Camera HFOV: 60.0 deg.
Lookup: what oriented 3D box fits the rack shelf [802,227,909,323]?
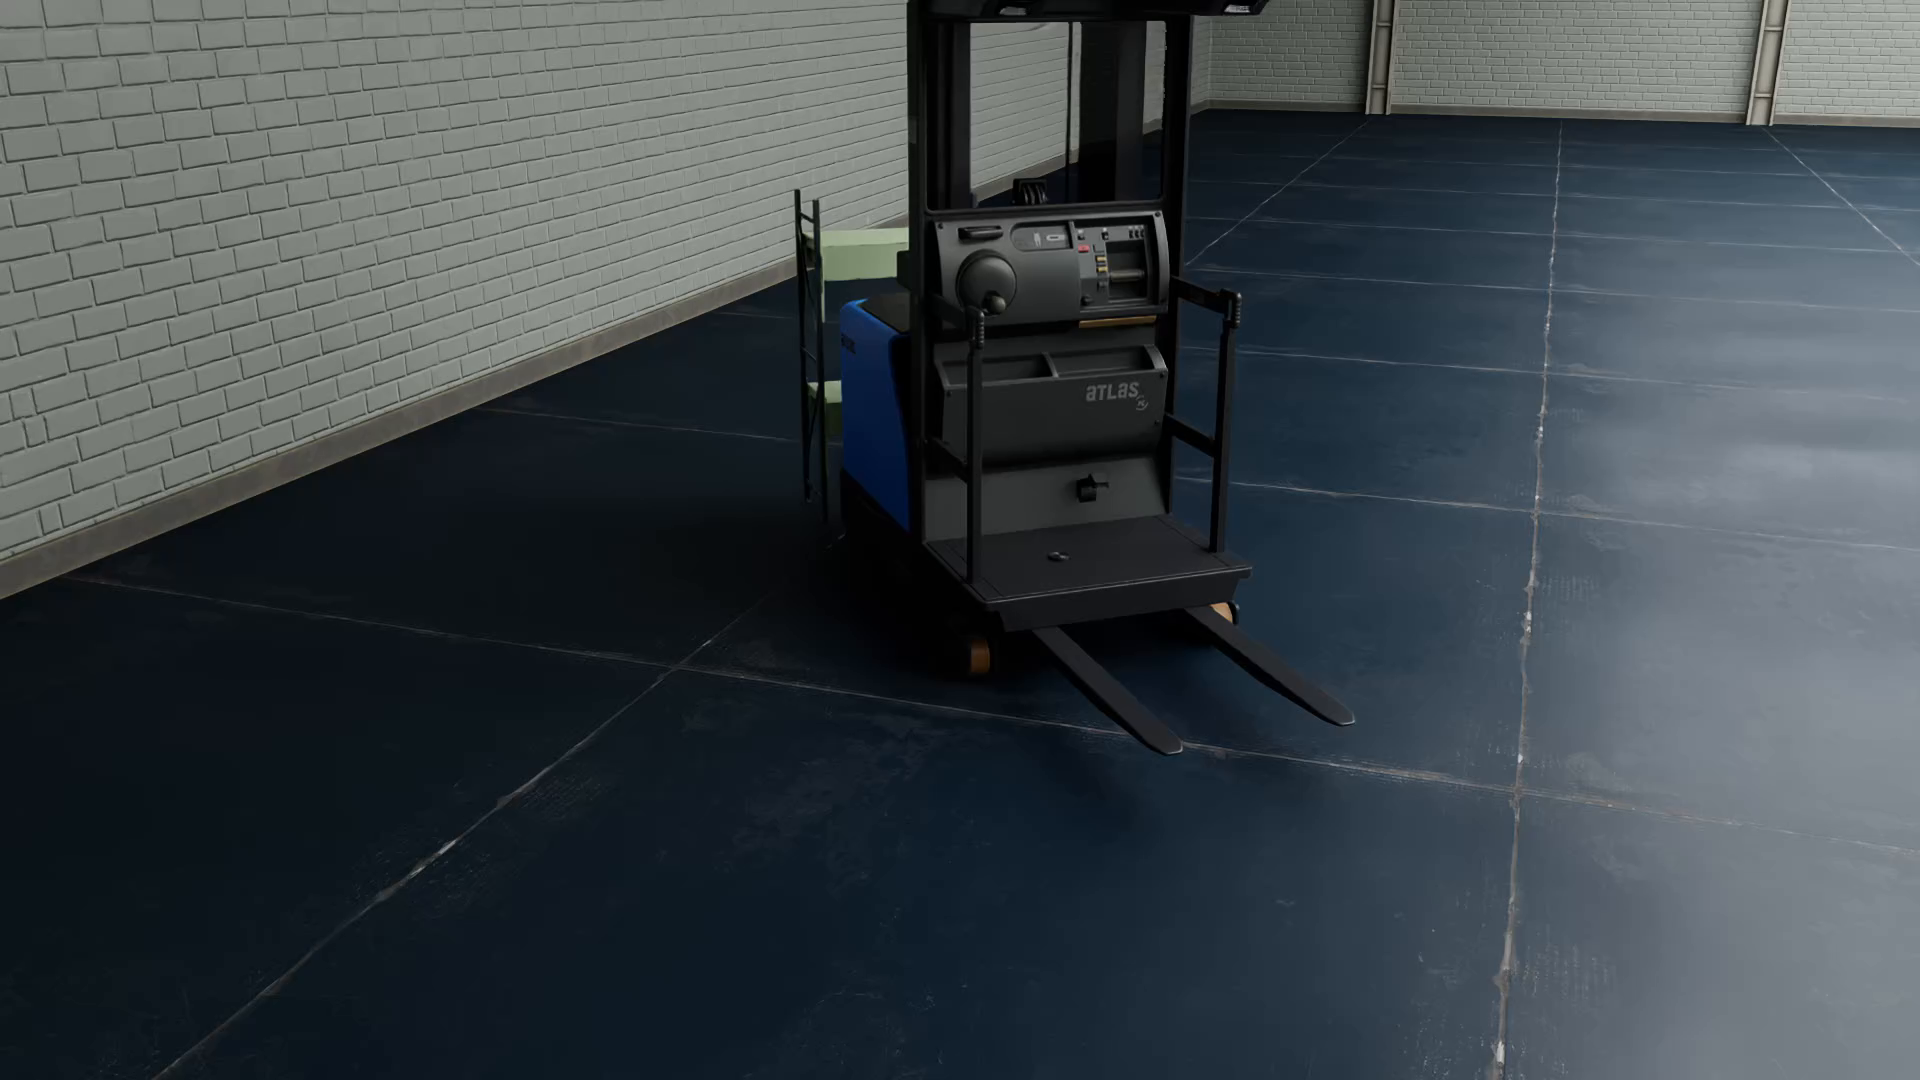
[{"bbox_3d":[-0.343,-1.251,7.700,0.720,0.370,0.431,-6,20,-17],"label":"rack shelf"}]

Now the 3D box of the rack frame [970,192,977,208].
[{"bbox_3d":[0.004,-0.920,7.938,0.023,1.500,0.400,-6,20,-17],"label":"rack frame"}]

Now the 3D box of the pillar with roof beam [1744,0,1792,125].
[{"bbox_3d":[11.459,-9.617,21.493,0.400,9.000,9.100,7,20,18],"label":"pillar with roof beam"}]

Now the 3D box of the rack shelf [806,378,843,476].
[{"bbox_3d":[-0.343,-0.574,7.936,0.720,0.370,0.431,-6,20,-17],"label":"rack shelf"}]

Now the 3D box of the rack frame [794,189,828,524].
[{"bbox_3d":[-0.691,-0.844,7.720,0.023,1.500,0.400,-6,20,-17],"label":"rack frame"}]

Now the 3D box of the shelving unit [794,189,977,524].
[{"bbox_3d":[-0.343,-0.882,7.829,0.755,1.500,0.431,-6,20,-17],"label":"shelving unit"}]

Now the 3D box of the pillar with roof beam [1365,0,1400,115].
[{"bbox_3d":[5.791,-10.265,23.353,0.400,9.000,9.100,7,20,18],"label":"pillar with roof beam"}]

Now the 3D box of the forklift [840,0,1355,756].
[{"bbox_3d":[0.427,-1.030,6.079,1.130,2.935,3.031,-7,20,-19],"label":"forklift"}]
